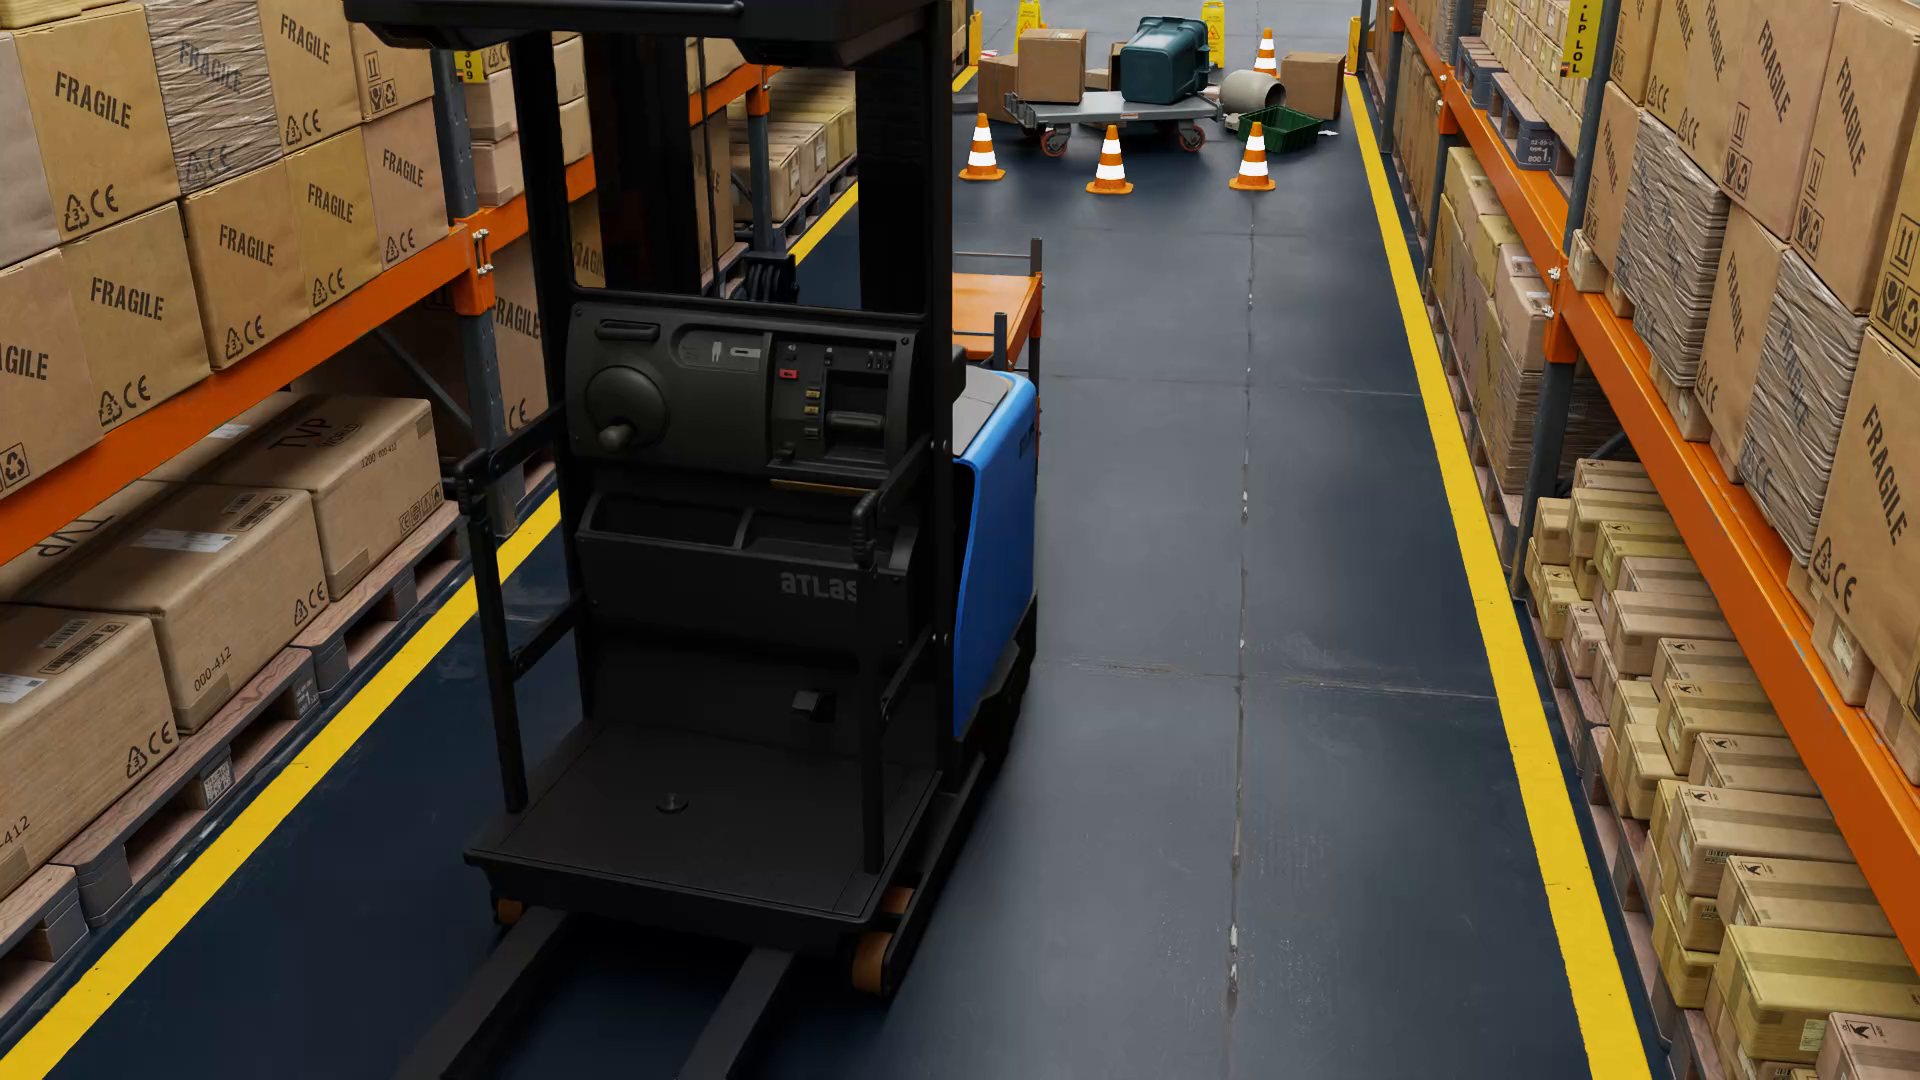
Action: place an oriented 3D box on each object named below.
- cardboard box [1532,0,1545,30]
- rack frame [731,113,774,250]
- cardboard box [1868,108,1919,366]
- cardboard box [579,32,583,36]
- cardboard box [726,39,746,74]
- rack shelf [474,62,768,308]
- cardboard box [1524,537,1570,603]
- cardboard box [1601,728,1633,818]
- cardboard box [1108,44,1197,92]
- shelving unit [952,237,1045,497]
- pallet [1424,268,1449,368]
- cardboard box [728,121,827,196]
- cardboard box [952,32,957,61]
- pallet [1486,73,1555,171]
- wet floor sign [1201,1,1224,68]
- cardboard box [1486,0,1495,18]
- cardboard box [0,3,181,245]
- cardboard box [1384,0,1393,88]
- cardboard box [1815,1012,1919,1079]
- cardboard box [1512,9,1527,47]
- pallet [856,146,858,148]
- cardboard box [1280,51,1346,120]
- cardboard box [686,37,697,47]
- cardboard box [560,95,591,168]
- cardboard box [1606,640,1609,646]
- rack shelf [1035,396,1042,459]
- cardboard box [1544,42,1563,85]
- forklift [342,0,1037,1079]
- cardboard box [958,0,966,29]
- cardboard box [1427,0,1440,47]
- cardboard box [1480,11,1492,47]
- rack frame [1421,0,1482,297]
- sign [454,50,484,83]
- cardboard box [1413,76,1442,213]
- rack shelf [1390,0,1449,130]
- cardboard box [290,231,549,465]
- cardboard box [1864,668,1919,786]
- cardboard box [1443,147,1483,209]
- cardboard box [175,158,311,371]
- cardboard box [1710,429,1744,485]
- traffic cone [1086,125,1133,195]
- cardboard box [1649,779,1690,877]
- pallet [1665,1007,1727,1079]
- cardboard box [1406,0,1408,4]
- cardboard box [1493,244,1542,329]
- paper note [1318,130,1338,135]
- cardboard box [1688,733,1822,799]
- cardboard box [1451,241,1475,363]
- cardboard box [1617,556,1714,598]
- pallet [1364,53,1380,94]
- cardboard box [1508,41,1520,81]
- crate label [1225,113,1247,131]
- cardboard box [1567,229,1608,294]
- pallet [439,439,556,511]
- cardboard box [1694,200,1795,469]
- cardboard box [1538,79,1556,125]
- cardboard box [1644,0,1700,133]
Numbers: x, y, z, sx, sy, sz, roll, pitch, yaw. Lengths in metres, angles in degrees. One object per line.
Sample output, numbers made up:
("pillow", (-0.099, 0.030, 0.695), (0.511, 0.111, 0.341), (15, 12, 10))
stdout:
("cardboard box", (2.710, -2.300, 7.224), (0.380, 0.149, 0.250), (4, 25, 8))
("rack frame", (-1.666, -3.088, 9.809), (1.000, 3.000, 0.127), (4, 25, 9))
("cardboard box", (1.839, -0.495, 2.621), (0.500, 0.500, 0.500), (3, 25, 7))
("cardboard box", (-1.824, -2.502, 7.259), (0.500, 0.500, 0.500), (3, 25, 7))
("cardboard box", (-1.492, -2.791, 9.351), (0.500, 0.250, 0.500), (3, 25, 7))
("rack shelf", (-1.993, -1.926, 8.175), (1.077, 0.370, 4.000), (4, 25, 9))
("cardboard box", (2.204, 0.117, 5.830), (0.380, 0.149, 0.250), (3, 25, 6))
("cardboard box", (2.032, 0.662, 4.665), (0.380, 0.149, 0.250), (3, 25, 7))
("cardboard box", (1.708, -4.063, 14.677), (0.797, 0.637, 0.503), (4, 25, 9))
("shelving unit", (-0.001, -0.507, 6.506), (0.538, 1.125, 1.048), (4, 25, 9))
("pallet", (3.105, -1.198, 9.060), (1.003, 0.211, 1.213), (4, 25, 9))
("cardboard box", (-1.451, -2.633, 11.441), (0.950, 0.372, 0.625), (4, 25, 8))
("cardboard box", (-0.317, -4.806, 16.227), (0.500, 0.250, 0.500), (4, 25, 9))
("pallet", (2.951, -1.870, 7.433), (1.003, 0.211, 1.213), (4, 25, 9))
("wet floor sign", (2.593, -5.216, 17.133), (0.267, 0.644, 0.232), (0, 25, -1))
("cardboard box", (2.957, -2.810, 8.666), (0.380, 0.149, 0.250), (5, 26, 11))
("cardboard box", (-2.379, -1.062, 4.184), (0.500, 0.500, 0.500), (4, 25, 9))
("cardboard box", (4.203, -4.324, 14.460), (0.875, 0.875, 0.875), (4, 25, 9))
("cardboard box", (1.861, 1.050, 3.134), (0.380, 0.149, 0.250), (5, 25, 10))
("cardboard box", (2.792, -2.375, 7.736), (0.380, 0.149, 0.250), (4, 25, 9))
("pallet", (-1.138, -3.172, 13.278), (1.003, 0.211, 1.213), (4, 25, 9))
("cardboard box", (3.129, -4.050, 14.809), (0.500, 0.500, 0.500), (8, 26, 18))
("cardboard box", (-1.638, -2.596, 8.345), (0.500, 0.250, 0.500), (3, 25, 7))
("cardboard box", (-1.904, -1.729, 7.083), (0.500, 0.250, 0.500), (3, 25, 7))
("cardboard box", (2.202, 0.310, 5.065), (0.380, 0.149, 0.250), (3, 25, 6))
("rack shelf", (-0.001, -0.285, 6.609), (0.538, 0.278, 1.000), (4, 25, 9))
("cardboard box", (2.620, -1.943, 6.813), (0.380, 0.149, 0.250), (3, 25, 6))
("forklift", (-0.621, -0.346, 4.032), (1.130, 2.935, 3.031), (7, 26, 14))
("cardboard box", (-0.232, -5.365, 16.538), (0.500, 0.500, 0.500), (4, 25, 9))
("cardboard box", (3.126, -3.248, 10.033), (0.500, 0.500, 0.500), (4, 25, 9))
("cardboard box", (2.962, -2.691, 8.761), (0.380, 0.149, 0.250), (4, 25, 8))
("rack frame", (3.234, -2.787, 9.167), (1.000, 3.000, 0.127), (4, 25, 9))
("sign", (-1.772, -1.805, 5.954), (0.100, 0.325, 0.005), (4, 25, 9))
("cardboard box", (3.562, -2.573, 10.867), (1.050, 0.750, 0.750), (4, 25, 9))
("rack shelf", (3.561, -3.298, 11.106), (1.077, 0.370, 4.000), (4, 25, 9))
("cardboard box", (-2.297, -0.908, 7.162), (0.875, 0.875, 0.875), (5, 26, 10))
("cardboard box", (1.805, 0.309, 2.848), (0.380, 0.149, 0.250), (4, 25, 8))
("cardboard box", (2.883, -1.913, 8.868), (0.500, 0.250, 0.500), (3, 25, 6))
("cardboard box", (-2.289, -0.822, 4.850), (0.500, 0.500, 0.500), (4, 25, 8))
("cardboard box", (2.046, -0.235, 4.011), (0.380, 0.149, 0.250), (5, 26, 10))
("traffic cone", (1.106, -2.806, 12.199), (0.336, 0.463, 0.334), (4, 25, 9))
("cardboard box", (1.947, 0.743, 4.140), (0.380, 0.149, 0.250), (5, 26, 11))
("pallet", (2.107, 1.452, 3.398), (1.003, 0.211, 1.213), (4, 25, 9))
("cardboard box", (3.455, -4.093, 11.838), (0.500, 0.500, 0.500), (4, 25, 9))
("cardboard box", (2.550, -1.055, 7.035), (0.500, 0.250, 0.500), (5, 26, 11))
("paper note", (3.105, -3.460, 14.105), (0.147, 0.020, 0.142), (-14, 29, -27))
("cardboard box", (2.024, 0.610, 4.074), (0.380, 0.149, 0.250), (3, 25, 7))
("cardboard box", (2.709, -1.142, 8.104), (0.500, 0.500, 0.500), (3, 25, 7))
("cardboard box", (2.204, 0.178, 4.998), (0.380, 0.149, 0.250), (3, 25, 7))
("pallet", (4.488, -4.530, 16.180), (1.003, 0.211, 1.213), (4, 25, 9))
("cardboard box", (2.791, -2.241, 7.801), (0.380, 0.149, 0.250), (5, 26, 10))
("crate label", (2.417, -3.554, 14.182), (0.298, 0.136, 0.250), (-14, 29, -27))
("cardboard box", (2.212, -0.905, 5.441), (0.380, 0.149, 0.250), (5, 26, 10))
("pallet", (-2.268, -0.480, 7.527), (1.003, 0.211, 1.213), (4, 25, 9))
("cardboard box", (2.001, -0.463, 3.732), (0.500, 0.500, 0.500), (5, 26, 11))
("cardboard box", (2.616, -1.805, 6.869), (0.380, 0.149, 0.250), (3, 25, 6))
("cardboard box", (2.197, -1.358, 4.464), (0.500, 0.500, 0.500), (3, 25, 7))
